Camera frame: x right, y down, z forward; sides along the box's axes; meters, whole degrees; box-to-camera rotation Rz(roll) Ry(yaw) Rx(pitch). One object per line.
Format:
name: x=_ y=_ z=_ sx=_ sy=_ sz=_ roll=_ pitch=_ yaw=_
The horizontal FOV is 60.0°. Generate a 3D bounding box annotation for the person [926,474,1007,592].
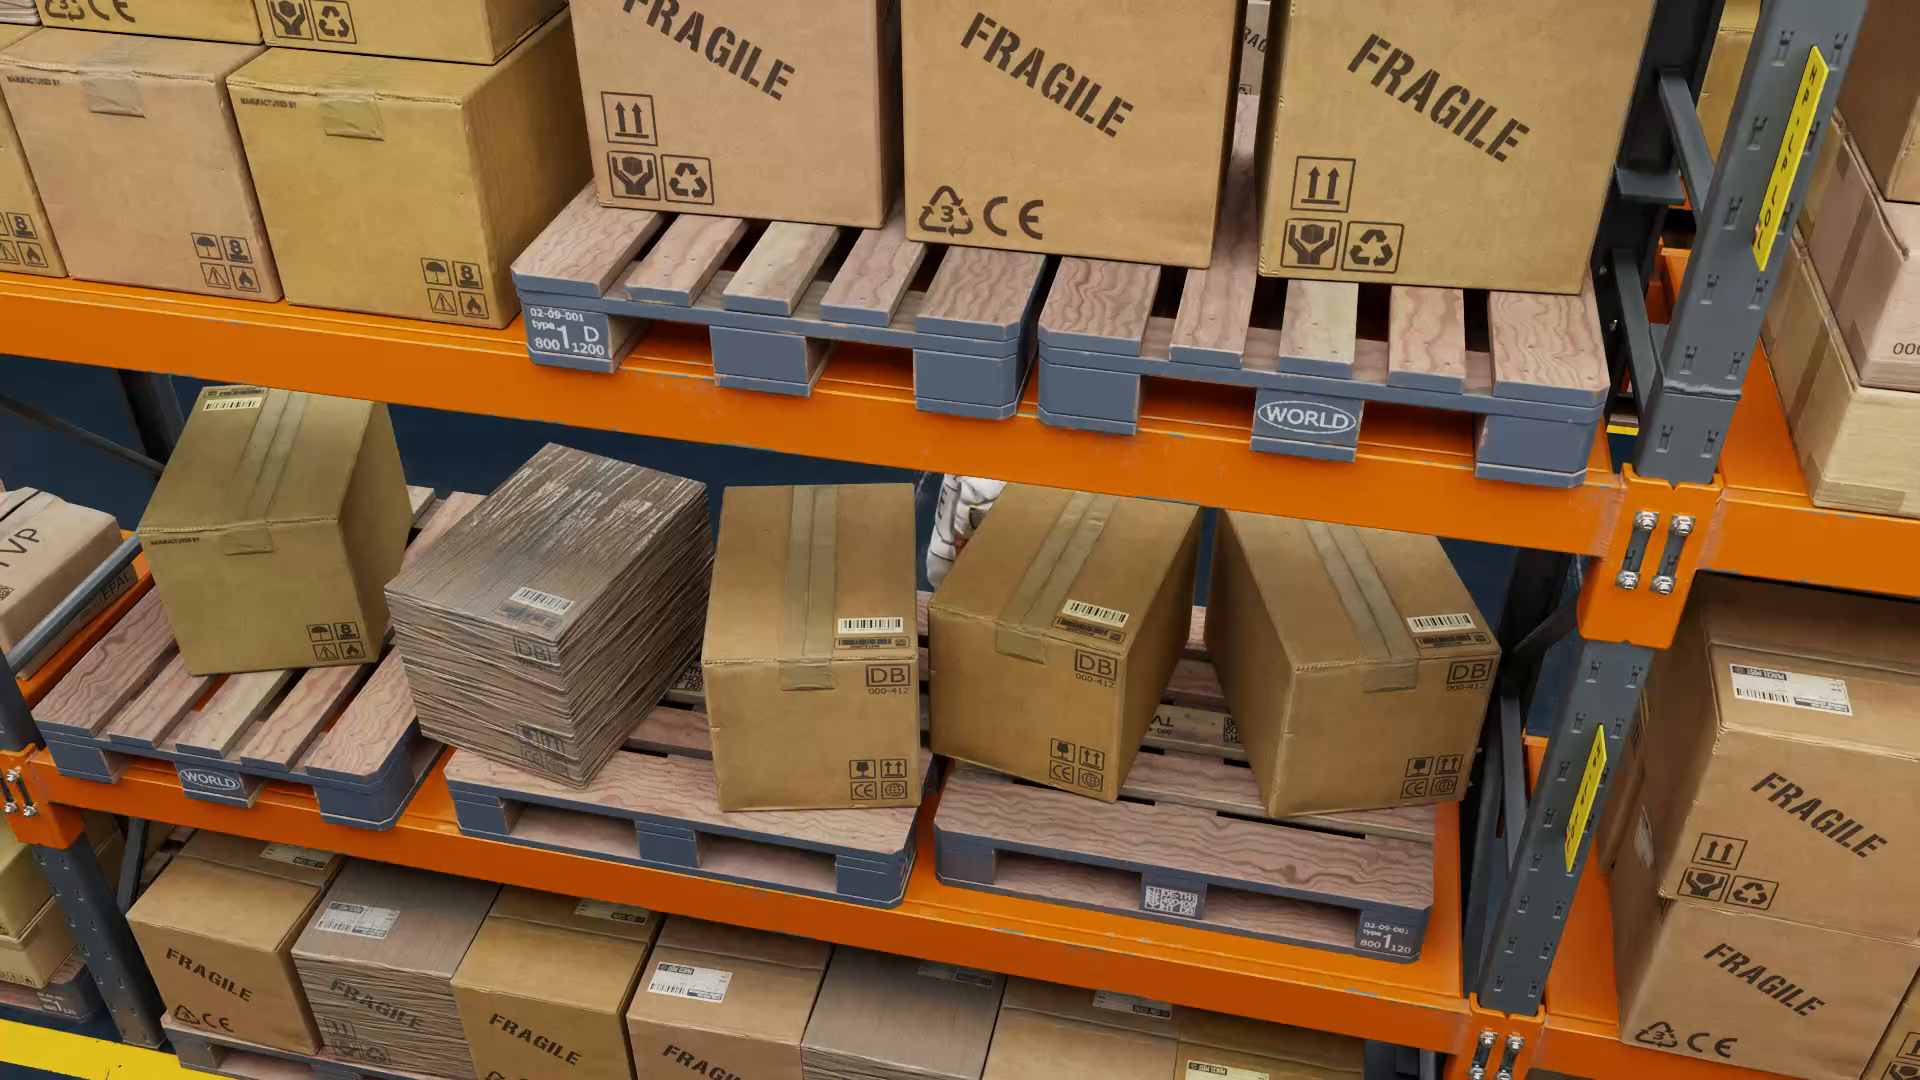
person: x=0.126 y=0.115 z=5.990 sx=0.468 sy=1.665 sz=0.537 roll=8 pitch=37 yaw=10
